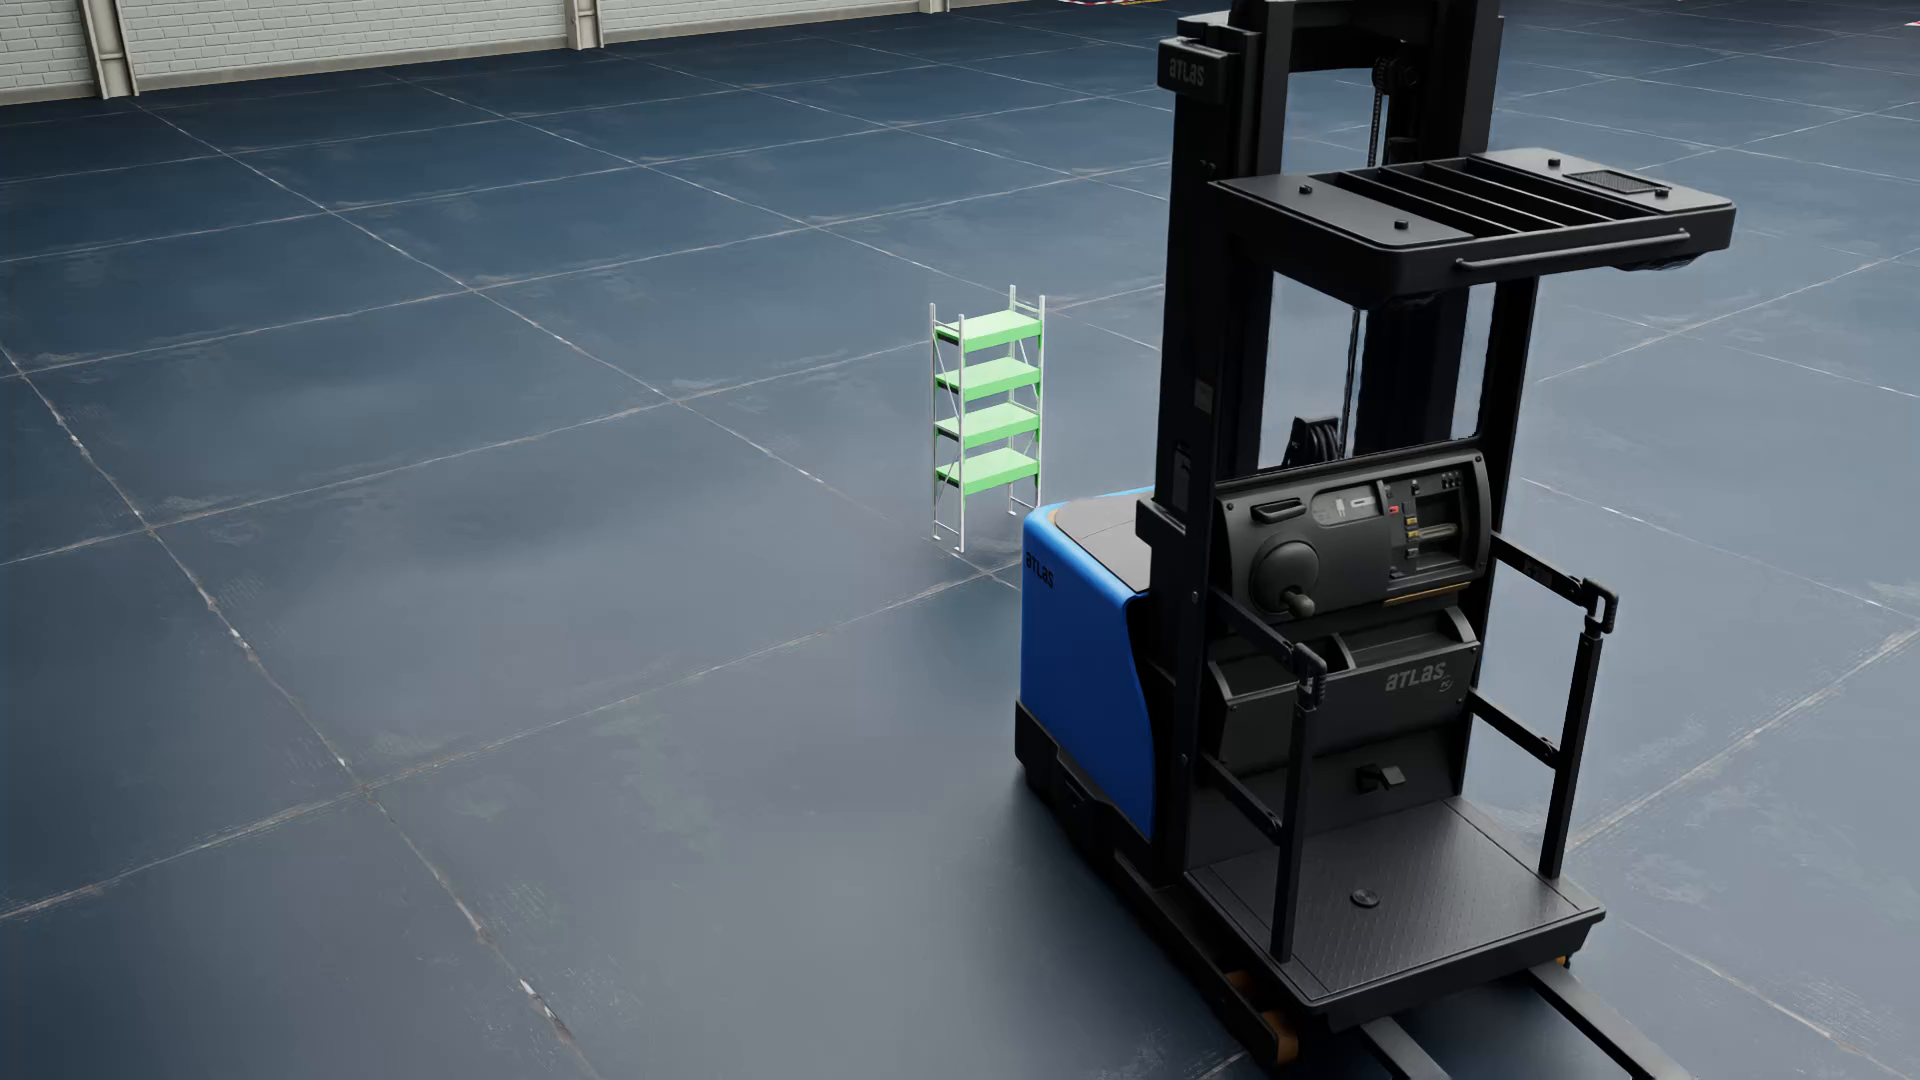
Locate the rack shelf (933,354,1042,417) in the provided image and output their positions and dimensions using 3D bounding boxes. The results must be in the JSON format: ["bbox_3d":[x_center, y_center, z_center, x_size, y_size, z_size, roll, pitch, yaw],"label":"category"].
[{"bbox_3d":[0.130,-0.747,8.016,0.480,0.148,0.258,-18,31,-34],"label":"rack shelf"}]

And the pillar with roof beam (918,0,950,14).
[{"bbox_3d":[2.246,-10.977,21.212,0.400,9.000,9.100,-18,31,-34],"label":"pillar with roof beam"}]

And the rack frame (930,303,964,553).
[{"bbox_3d":[-0.062,-0.524,7.953,0.015,1.200,0.240,-18,31,-34],"label":"rack frame"}]

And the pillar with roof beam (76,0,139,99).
[{"bbox_3d":[-7.197,-7.859,14.495,0.400,9.000,9.100,-18,31,-34],"label":"pillar with roof beam"}]

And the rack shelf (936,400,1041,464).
[{"bbox_3d":[0.130,-0.529,8.117,0.480,0.148,0.258,-18,31,-34],"label":"rack shelf"}]

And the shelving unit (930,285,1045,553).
[{"bbox_3d":[0.130,-0.587,8.090,0.503,1.200,0.258,-18,31,-34],"label":"shelving unit"}]

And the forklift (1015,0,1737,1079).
[{"bbox_3d":[1.267,0.016,4.734,1.130,2.935,3.031,-11,27,-22],"label":"forklift"}]

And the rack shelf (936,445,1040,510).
[{"bbox_3d":[0.130,-0.312,8.218,0.480,0.148,0.258,-18,31,-34],"label":"rack shelf"}]

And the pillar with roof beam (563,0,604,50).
[{"bbox_3d":[-2.476,-9.418,17.853,0.400,9.000,9.100,-18,31,-34],"label":"pillar with roof beam"}]

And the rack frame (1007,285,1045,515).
[{"bbox_3d":[0.322,-0.651,8.227,0.015,1.200,0.240,-18,31,-34],"label":"rack frame"}]

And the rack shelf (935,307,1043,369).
[{"bbox_3d":[0.130,-0.965,7.915,0.480,0.148,0.258,-18,31,-34],"label":"rack shelf"}]
